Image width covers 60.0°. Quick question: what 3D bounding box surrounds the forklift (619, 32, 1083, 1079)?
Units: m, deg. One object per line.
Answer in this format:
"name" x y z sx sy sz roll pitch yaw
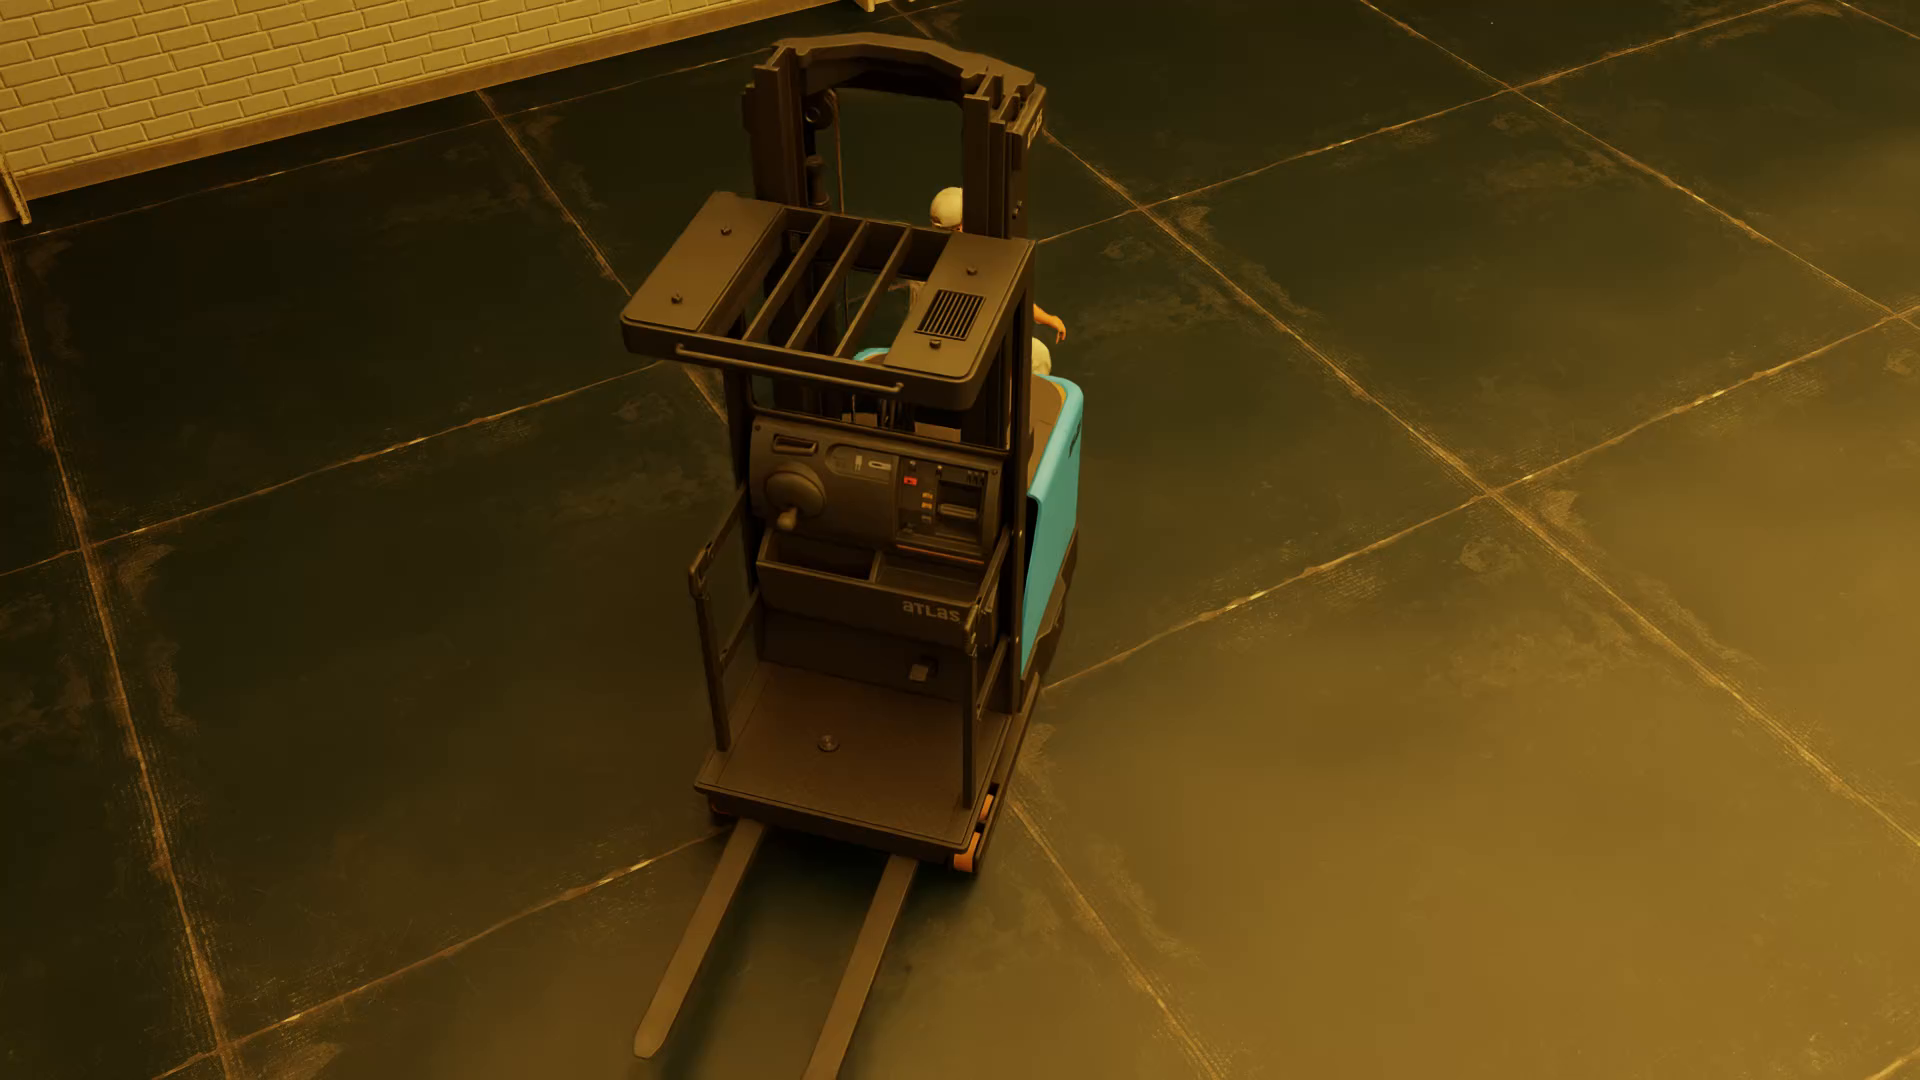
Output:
"forklift" -0.367 -0.088 5.793 1.130 2.935 3.031 11 44 12

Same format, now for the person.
"person" 0.042 -1.029 7.888 0.618 1.529 0.999 -29 50 -28
